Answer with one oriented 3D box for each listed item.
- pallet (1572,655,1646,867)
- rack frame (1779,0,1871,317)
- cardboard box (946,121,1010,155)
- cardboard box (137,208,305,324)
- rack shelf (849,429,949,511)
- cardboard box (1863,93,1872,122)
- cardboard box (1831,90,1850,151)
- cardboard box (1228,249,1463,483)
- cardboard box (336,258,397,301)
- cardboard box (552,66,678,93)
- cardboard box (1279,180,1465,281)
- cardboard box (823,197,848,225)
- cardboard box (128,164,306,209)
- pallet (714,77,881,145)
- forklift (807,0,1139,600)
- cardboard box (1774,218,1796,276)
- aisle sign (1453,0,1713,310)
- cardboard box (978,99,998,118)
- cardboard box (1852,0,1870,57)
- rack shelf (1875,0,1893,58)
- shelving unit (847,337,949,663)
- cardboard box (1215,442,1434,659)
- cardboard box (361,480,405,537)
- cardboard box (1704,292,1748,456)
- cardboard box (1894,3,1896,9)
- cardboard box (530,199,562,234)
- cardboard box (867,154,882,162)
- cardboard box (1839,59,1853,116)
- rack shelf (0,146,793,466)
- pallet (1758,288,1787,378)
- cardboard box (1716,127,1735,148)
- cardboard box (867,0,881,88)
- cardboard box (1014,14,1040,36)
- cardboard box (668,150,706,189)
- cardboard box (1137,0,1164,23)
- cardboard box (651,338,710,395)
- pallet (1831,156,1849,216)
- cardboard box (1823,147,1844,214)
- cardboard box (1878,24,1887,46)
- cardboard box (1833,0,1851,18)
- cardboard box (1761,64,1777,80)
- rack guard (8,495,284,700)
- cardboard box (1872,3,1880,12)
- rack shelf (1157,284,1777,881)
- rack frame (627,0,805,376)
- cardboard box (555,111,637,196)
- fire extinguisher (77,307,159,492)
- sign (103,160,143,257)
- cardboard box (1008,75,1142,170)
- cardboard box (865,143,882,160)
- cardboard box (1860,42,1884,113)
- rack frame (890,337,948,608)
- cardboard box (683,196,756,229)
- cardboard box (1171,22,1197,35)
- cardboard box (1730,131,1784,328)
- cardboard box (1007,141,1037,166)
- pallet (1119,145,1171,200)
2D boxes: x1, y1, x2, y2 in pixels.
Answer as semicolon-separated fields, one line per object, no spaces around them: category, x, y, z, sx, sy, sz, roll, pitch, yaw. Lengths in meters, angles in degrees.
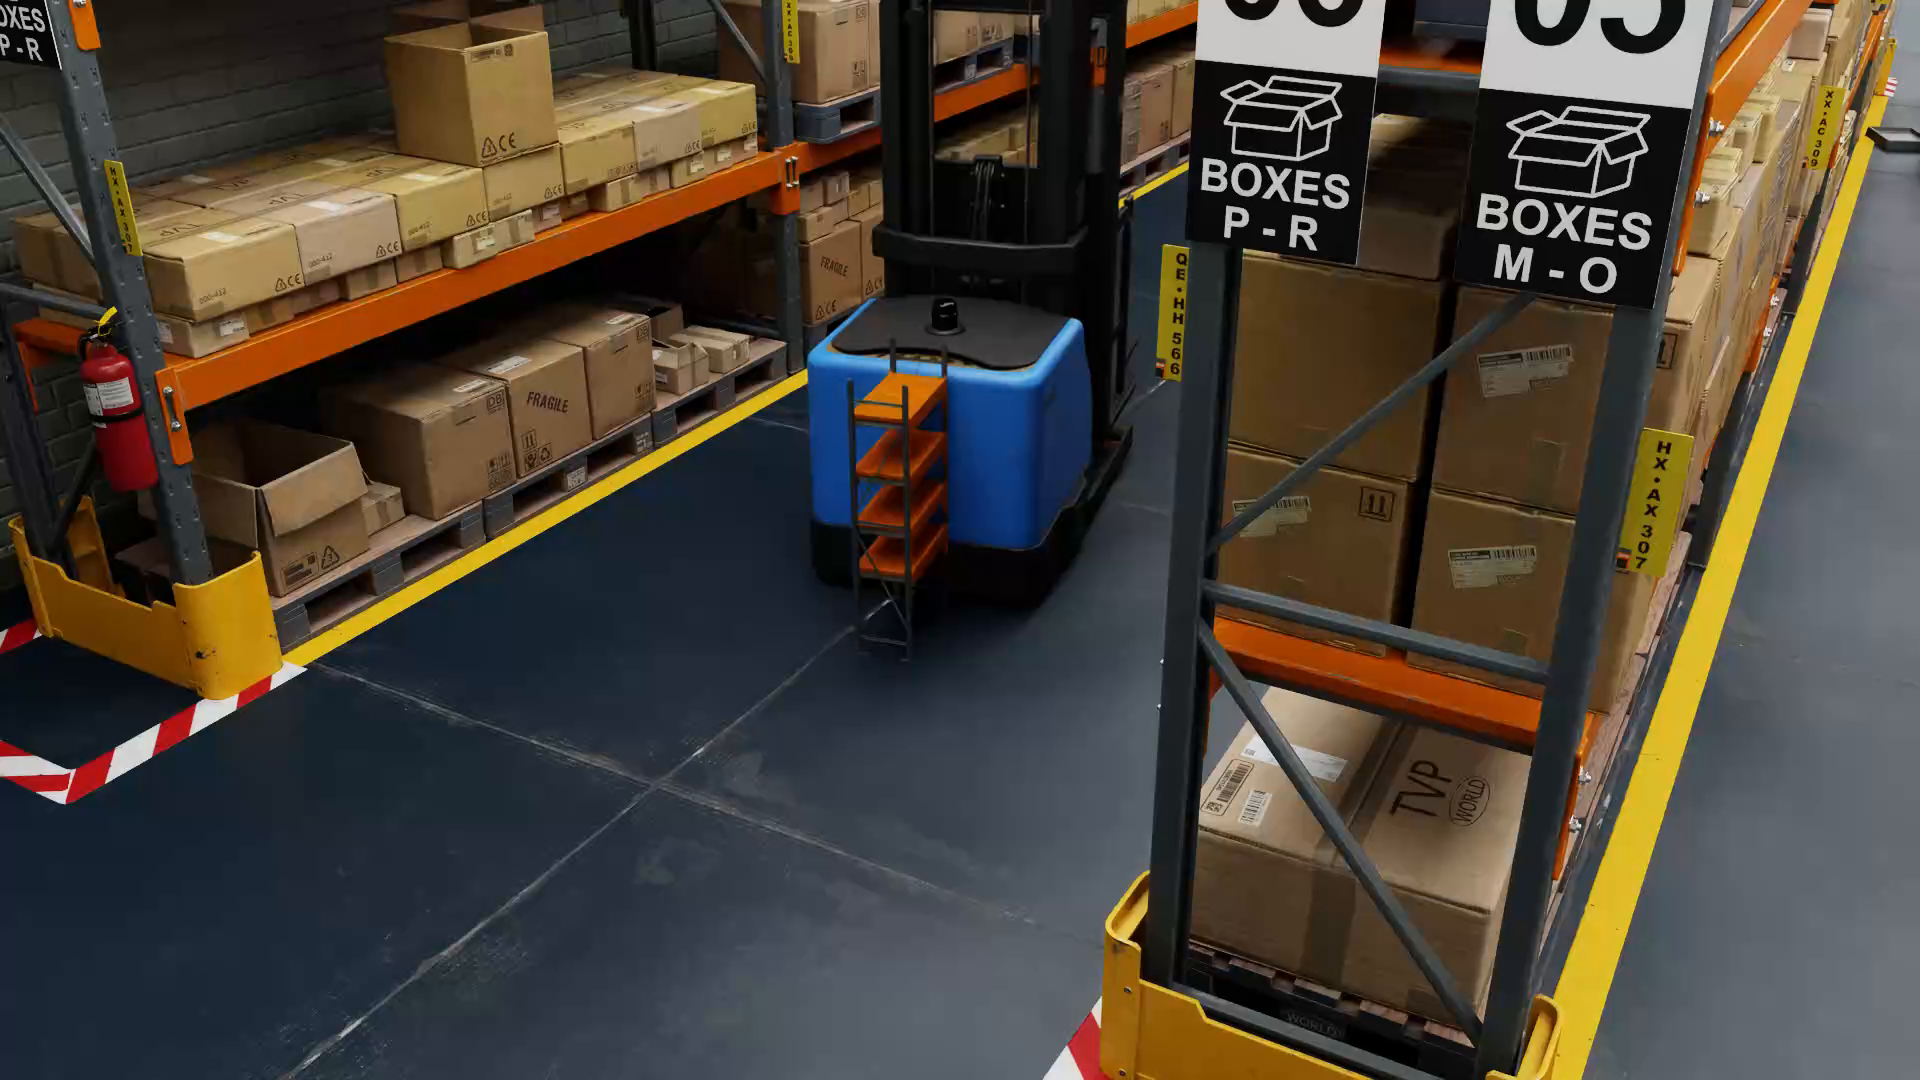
pallet;1.905;0.666;6.183;1.003;0.211;1.213;14;30;26
rack frame;4.914;-2.896;10.184;1.000;3.000;0.127;14;30;26
cardboard box;0.123;-2.800;11.592;0.380;0.149;0.250;15;30;28
cardboard box;-2.887;-1.053;6.338;0.500;0.250;0.500;14;30;26
rack shelf;-0.239;-0.299;6.657;0.258;0.148;0.480;8;28;15
cardboard box;7.660;-3.794;14.581;0.500;0.250;0.500;16;31;29
cardboard box;4.653;-2.372;9.305;0.500;0.250;0.500;15;30;27
cardboard box;1.008;-0.510;4.189;0.500;0.500;0.500;15;30;28
cardboard box;-2.583;-1.129;6.936;0.380;0.149;0.250;15;30;28
cardboard box;-1.856;-2.361;8.951;0.500;0.250;0.500;14;30;26
cardboard box;0.980;-0.744;3.932;0.380;0.149;0.250;15;30;27
cardboard box;-0.900;-1.995;9.983;0.380;0.149;0.250;13;30;25
cardboard box;-3.095;-1.374;6.979;0.500;0.250;0.500;14;30;26
pallet;-0.889;-2.630;9.867;1.003;0.211;1.213;14;30;26
forklift;0.263;-1.695;7.861;1.130;2.935;3.031;8;28;15
cardboard box;3.392;-1.383;7.330;0.500;0.250;0.500;13;30;25
aisle sign;1.195;-0.849;3.190;0.394;0.787;0.004;14;30;26
cardboard box;0.062;-3.213;12.416;0.380;0.149;0.250;16;31;29
cardboard box;4.642;-2.927;9.017;0.500;0.500;0.500;15;30;27
rack shelf;7.865;-4.912;15.016;1.077;0.370;4.000;14;30;26
shelving unit;-0.239;-0.159;6.727;0.258;1.200;0.503;8;28;15
cardboard box;0.985;-0.069;4.425;0.500;0.500;0.500;14;30;26
cardboard box;-2.719;-0.157;7.429;0.380;0.149;0.250;13;29;24
cardboard box;2.187;-0.543;5.372;0.500;0.500;0.500;15;30;28
cardboard box;8.434;-4.972;15.372;0.380;0.149;0.250;15;30;27
cardboard box;-2.089;-1.539;7.754;0.380;0.149;0.250;14;30;26
cardboard box;-0.382;-2.392;10.777;0.380;0.149;0.250;15;30;28
cardboard box;4.413;-2.403;8.808;0.500;0.250;0.500;13;30;25
rack shelf;-2.361;-1.327;7.854;1.077;0.370;4.000;14;30;26
pallet;4.460;-1.358;10.227;1.003;0.211;1.213;14;30;26
cardboard box;1.885;-1.052;4.547;0.380;0.149;0.250;15;30;27
cardboard box;-0.690;-3.002;9.815;0.700;0.500;0.500;15;30;27
cardboard box;0.353;-3.626;11.340;0.500;0.250;0.500;13;29;24
cardboard box;-1.530;-1.923;8.522;0.380;0.149;0.250;15;30;27
cardboard box;1.273;-4.234;13.025;0.500;0.250;0.500;14;30;25
cardboard box;-1.571;-0.973;8.927;0.396;0.266;0.258;15;30;28
pallet;6.500;-2.904;13.315;1.003;0.211;1.213;14;30;26
cardboard box;5.934;-2.710;12.279;0.950;0.372;0.625;15;30;28
cardboard box;7.520;-4.244;13.918;0.380;0.149;0.250;15;30;27
cardboard box;3.639;-2.141;7.448;0.500;0.500;0.500;14;30;26
cardboard box;2.388;-1.444;5.331;0.380;0.149;0.250;14;30;25
rack guard;-3.308;0.219;6.755;1.175;0.500;0.348;14;30;26
cardboard box;6.506;-3.961;12.124;0.380;0.149;0.250;14;30;27
rack shelf;1.962;-0.236;5.674;1.077;0.370;4.000;14;30;26
rack frame;-1.377;-2.428;9.250;1.000;3.000;0.127;14;30;26
cardboard box;-1.906;-1.852;7.935;0.500;0.250;0.500;14;30;26
fire extinguisher;-3.015;-0.509;5.919;0.296;0.674;0.183;14;30;26
sign;-2.873;-1.137;5.704;0.100;0.325;0.005;14;30;26
cardboard box;0.909;-3.353;13.282;0.875;0.625;0.625;15;30;28
cardboard box;-0.697;-2.601;11.194;0.380;0.149;0.250;13;29;24
cardboard box;7.407;-3.919;13.992;0.500;0.500;0.500;16;31;28
rack frame;-0.167;-0.263;6.935;0.240;1.200;0.015;8;28;15
cardboard box;-1.448;-1.995;9.984;0.380;0.149;0.250;13;29;24
cardboard box;2.311;-4.466;15.505;0.875;0.625;0.625;16;31;28
cardboard box;2.201;-0.994;5.156;0.500;0.500;0.500;14;30;26
cardboard box;0.314;-2.653;12.021;0.500;0.500;0.500;14;30;25
pallet;1.029;-3.053;13.612;1.003;0.211;1.213;14;30;26
